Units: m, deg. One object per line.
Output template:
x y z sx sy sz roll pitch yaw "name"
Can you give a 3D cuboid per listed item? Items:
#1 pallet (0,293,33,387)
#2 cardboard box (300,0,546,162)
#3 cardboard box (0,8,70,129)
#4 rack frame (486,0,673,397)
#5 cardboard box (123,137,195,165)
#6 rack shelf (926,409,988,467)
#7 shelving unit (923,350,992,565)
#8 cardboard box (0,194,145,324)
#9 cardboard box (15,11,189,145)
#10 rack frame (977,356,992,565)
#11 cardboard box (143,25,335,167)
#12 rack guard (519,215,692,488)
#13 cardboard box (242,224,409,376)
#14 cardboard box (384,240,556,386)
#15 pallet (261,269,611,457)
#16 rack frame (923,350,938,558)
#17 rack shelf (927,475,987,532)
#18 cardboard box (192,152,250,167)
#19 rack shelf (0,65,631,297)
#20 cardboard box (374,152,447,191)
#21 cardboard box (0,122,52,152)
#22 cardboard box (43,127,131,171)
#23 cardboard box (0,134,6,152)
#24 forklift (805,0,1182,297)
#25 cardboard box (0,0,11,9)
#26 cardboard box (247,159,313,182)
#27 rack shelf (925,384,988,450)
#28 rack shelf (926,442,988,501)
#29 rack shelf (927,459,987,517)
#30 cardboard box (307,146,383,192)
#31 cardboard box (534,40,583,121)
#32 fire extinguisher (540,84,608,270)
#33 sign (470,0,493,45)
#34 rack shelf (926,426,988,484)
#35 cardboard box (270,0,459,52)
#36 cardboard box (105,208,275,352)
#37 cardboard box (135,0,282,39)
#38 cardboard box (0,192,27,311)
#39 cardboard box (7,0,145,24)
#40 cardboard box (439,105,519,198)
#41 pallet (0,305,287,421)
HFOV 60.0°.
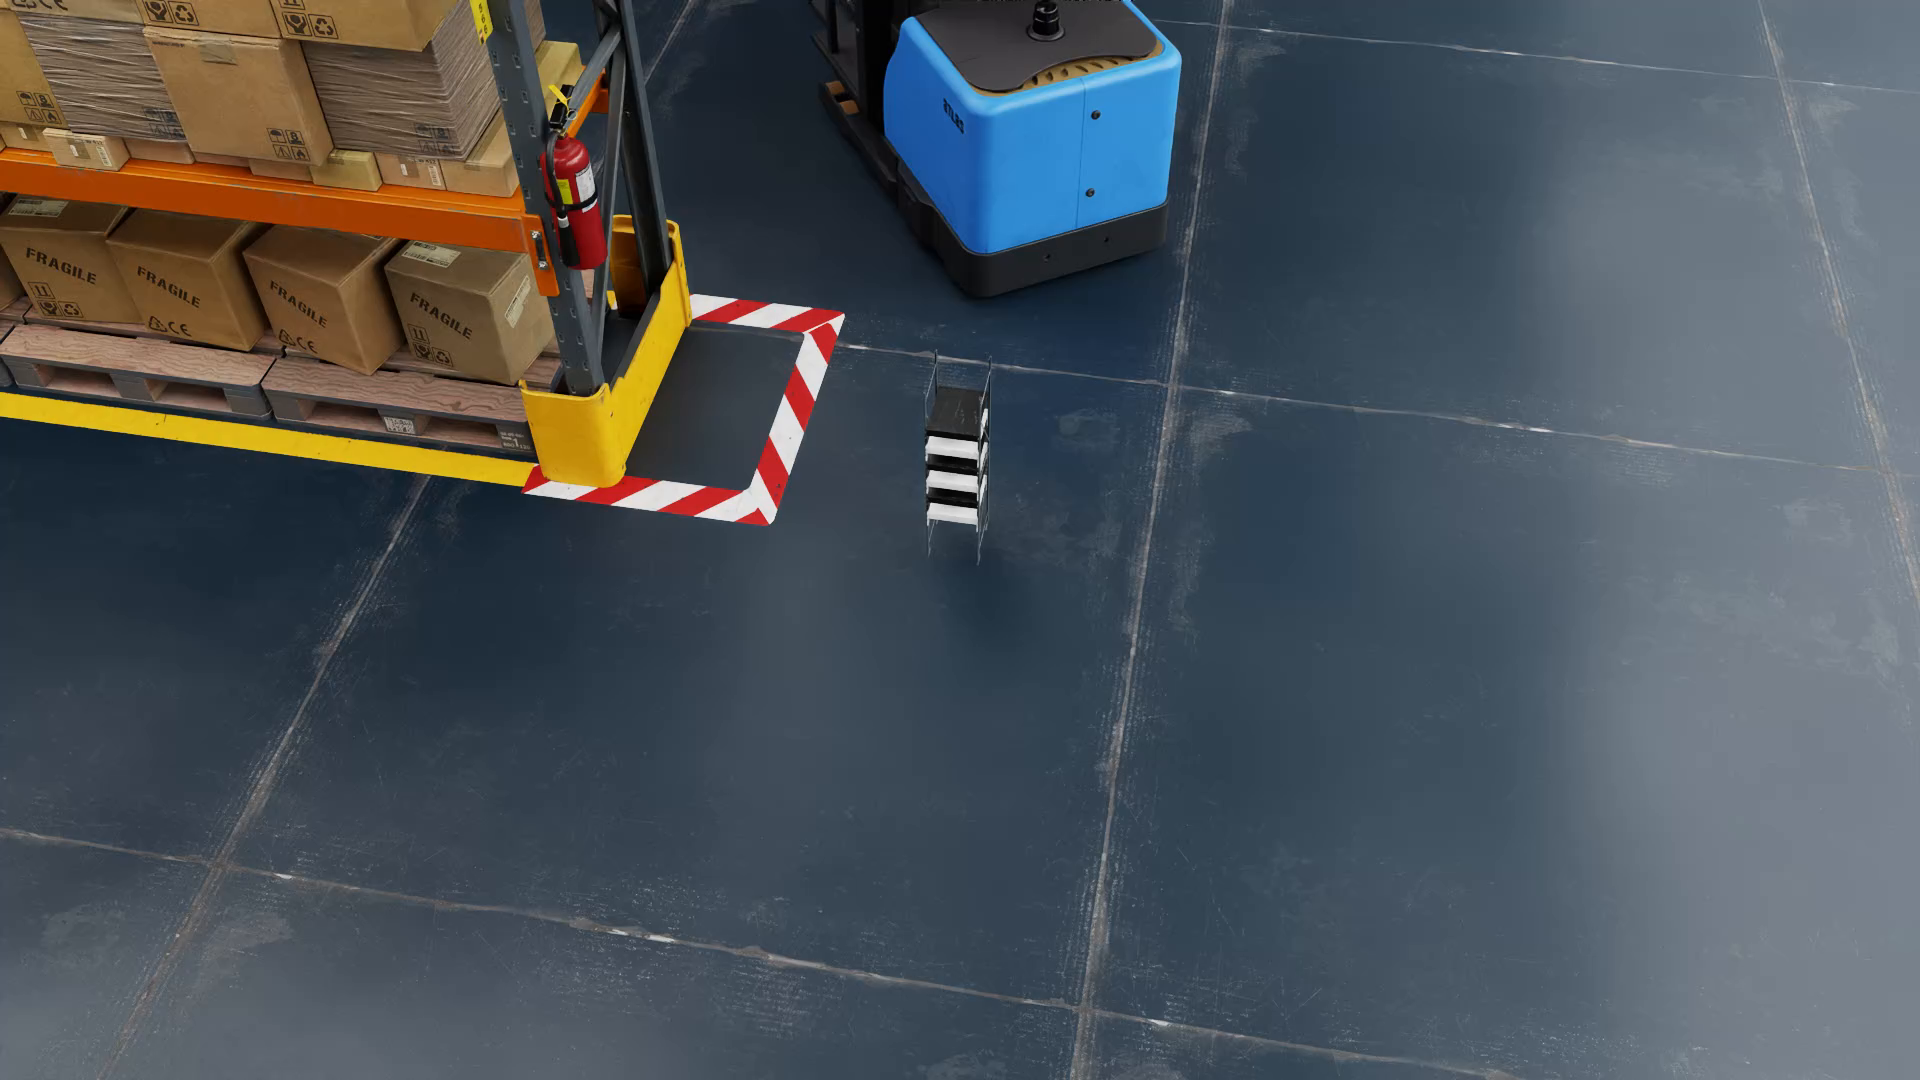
-4.687 -1.186 7.645 1.213 0.211 1.003 8 49 7 "pallet"
-1.954 -1.877 6.125 0.500 0.500 0.875 8 49 7 "cardboard box"
-3.442 -2.028 6.260 0.500 0.500 0.875 8 49 7 "cardboard box"
-1.418 -1.652 6.189 0.127 3.000 1.000 8 49 7 "rack frame"
-2.968 -1.607 6.319 0.250 0.149 0.380 8 49 7 "cardboard box"
-0.008 -0.400 6.279 0.200 0.077 0.258 8 49 7 "rack shelf"
-0.008 -0.302 6.388 0.210 0.900 0.258 8 49 7 "shelving unit"
-3.777 -1.309 7.279 0.500 0.500 0.500 4 48 3 "cardboard box"
-2.952 -1.953 6.193 0.500 0.500 0.875 8 49 7 "cardboard box"
0.092 -0.288 6.376 0.006 0.900 0.240 8 49 7 "rack frame"
-2.467 -1.856 6.105 0.500 0.500 0.875 8 49 7 "cardboard box"
-1.492 -0.826 7.128 0.348 0.500 1.175 8 49 7 "rack guard"
-2.623 -1.105 7.097 0.500 0.500 0.500 19 51 17 "cardboard box"
-2.029 -1.051 7.048 0.500 0.500 0.500 16 50 14 "cardboard box"
-2.285 -0.863 7.355 1.213 0.211 1.003 8 49 7 "pallet"
-0.108 -0.315 6.400 0.006 0.900 0.240 8 49 7 "rack frame"
-0.008 -0.159 6.547 0.200 0.077 0.258 8 49 7 "rack shelf"
-2.718 -1.591 6.304 0.250 0.149 0.380 8 49 7 "cardboard box"
-3.386 -1.676 6.695 4.000 0.370 1.077 8 49 7 "rack shelf"
-1.981 -1.488 6.211 0.250 0.149 0.380 8 49 7 "cardboard box"
-3.463 -1.660 6.366 0.250 0.149 0.380 8 49 7 "cardboard box"
-3.229 -1.576 6.290 0.250 0.149 0.380 8 49 7 "cardboard box"
-3.717 -1.659 6.365 0.250 0.149 0.380 8 49 7 "cardboard box"
-0.086 -3.206 7.632 1.130 2.935 3.031 -18 51 -16 "forklift"
-3.478 -2.212 5.754 0.500 0.500 0.500 8 49 7 "cardboard box"
-2.479 -1.527 6.247 0.250 0.149 0.380 8 49 7 "cardboard box"
-0.008 -0.460 6.212 0.200 0.077 0.258 8 49 7 "rack shelf"
-0.008 -0.280 6.413 0.200 0.077 0.258 8 49 7 "rack shelf"
-0.008 -0.219 6.480 0.200 0.077 0.258 8 49 7 "rack shelf"
-2.236 -1.483 6.207 0.250 0.149 0.380 8 49 7 "cardboard box"
-1.656 -1.780 6.473 0.250 0.149 0.380 8 49 7 "cardboard box"
-1.387 -1.273 5.901 0.183 0.674 0.296 8 49 7 "fire extinguisher"
-1.536 -1.741 5.278 0.005 0.325 0.100 8 49 7 "sign"
-0.008 -0.340 6.346 0.200 0.077 0.258 8 49 7 "rack shelf"
-2.003 -2.010 5.572 0.500 0.500 0.500 8 49 7 "cardboard box"
-3.236 -1.202 7.184 0.500 0.500 0.500 12 49 10 "cardboard box"
-2.496 -2.072 5.628 0.500 0.500 0.500 8 49 7 "cardboard box"
-4.402 -1.333 7.301 0.500 0.500 0.500 22 52 19 "cardboard box"
-2.987 -2.140 5.689 0.500 0.500 0.500 8 49 7 "cardboard box"
-1.735 -1.454 6.181 0.250 0.149 0.380 8 49 7 "cardboard box"
-3.482 -1.026 7.502 1.213 0.211 1.003 8 49 7 "pallet"
